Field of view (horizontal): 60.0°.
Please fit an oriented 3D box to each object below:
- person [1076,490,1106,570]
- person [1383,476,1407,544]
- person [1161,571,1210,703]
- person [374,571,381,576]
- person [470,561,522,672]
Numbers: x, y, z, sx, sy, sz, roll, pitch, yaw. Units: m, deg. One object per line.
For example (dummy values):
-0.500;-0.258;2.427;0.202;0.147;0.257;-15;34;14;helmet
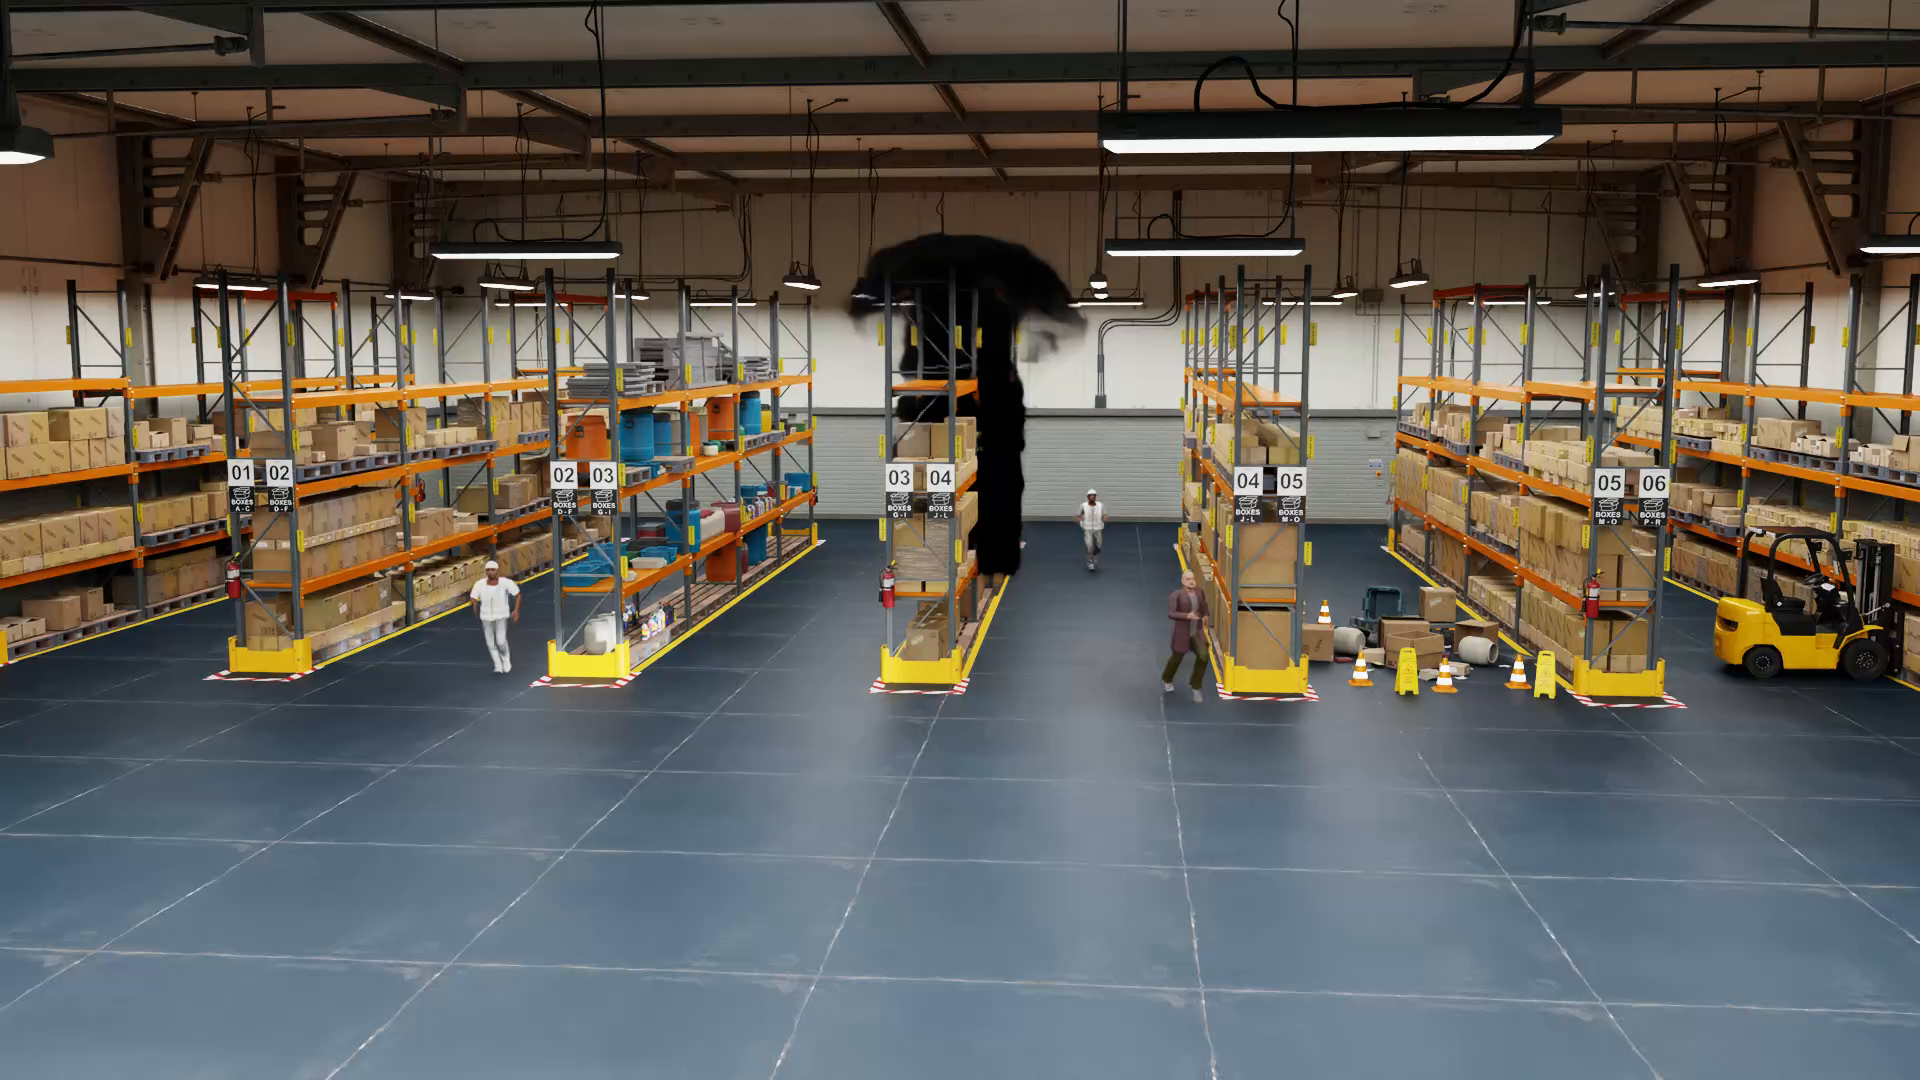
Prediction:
2.843;-0.225;35.983;0.671;1.732;0.623;0;7;-4;person
10.671;-0.707;40.350;0.793;1.701;0.554;2;7;19;person
3.167;1.327;23.114;0.730;1.829;0.975;-2;7;-18;person
-12.255;-0.091;35.166;0.578;1.676;0.939;0;7;-1;person
-6.896;1.161;24.625;0.731;1.721;0.645;0;7;-1;person
